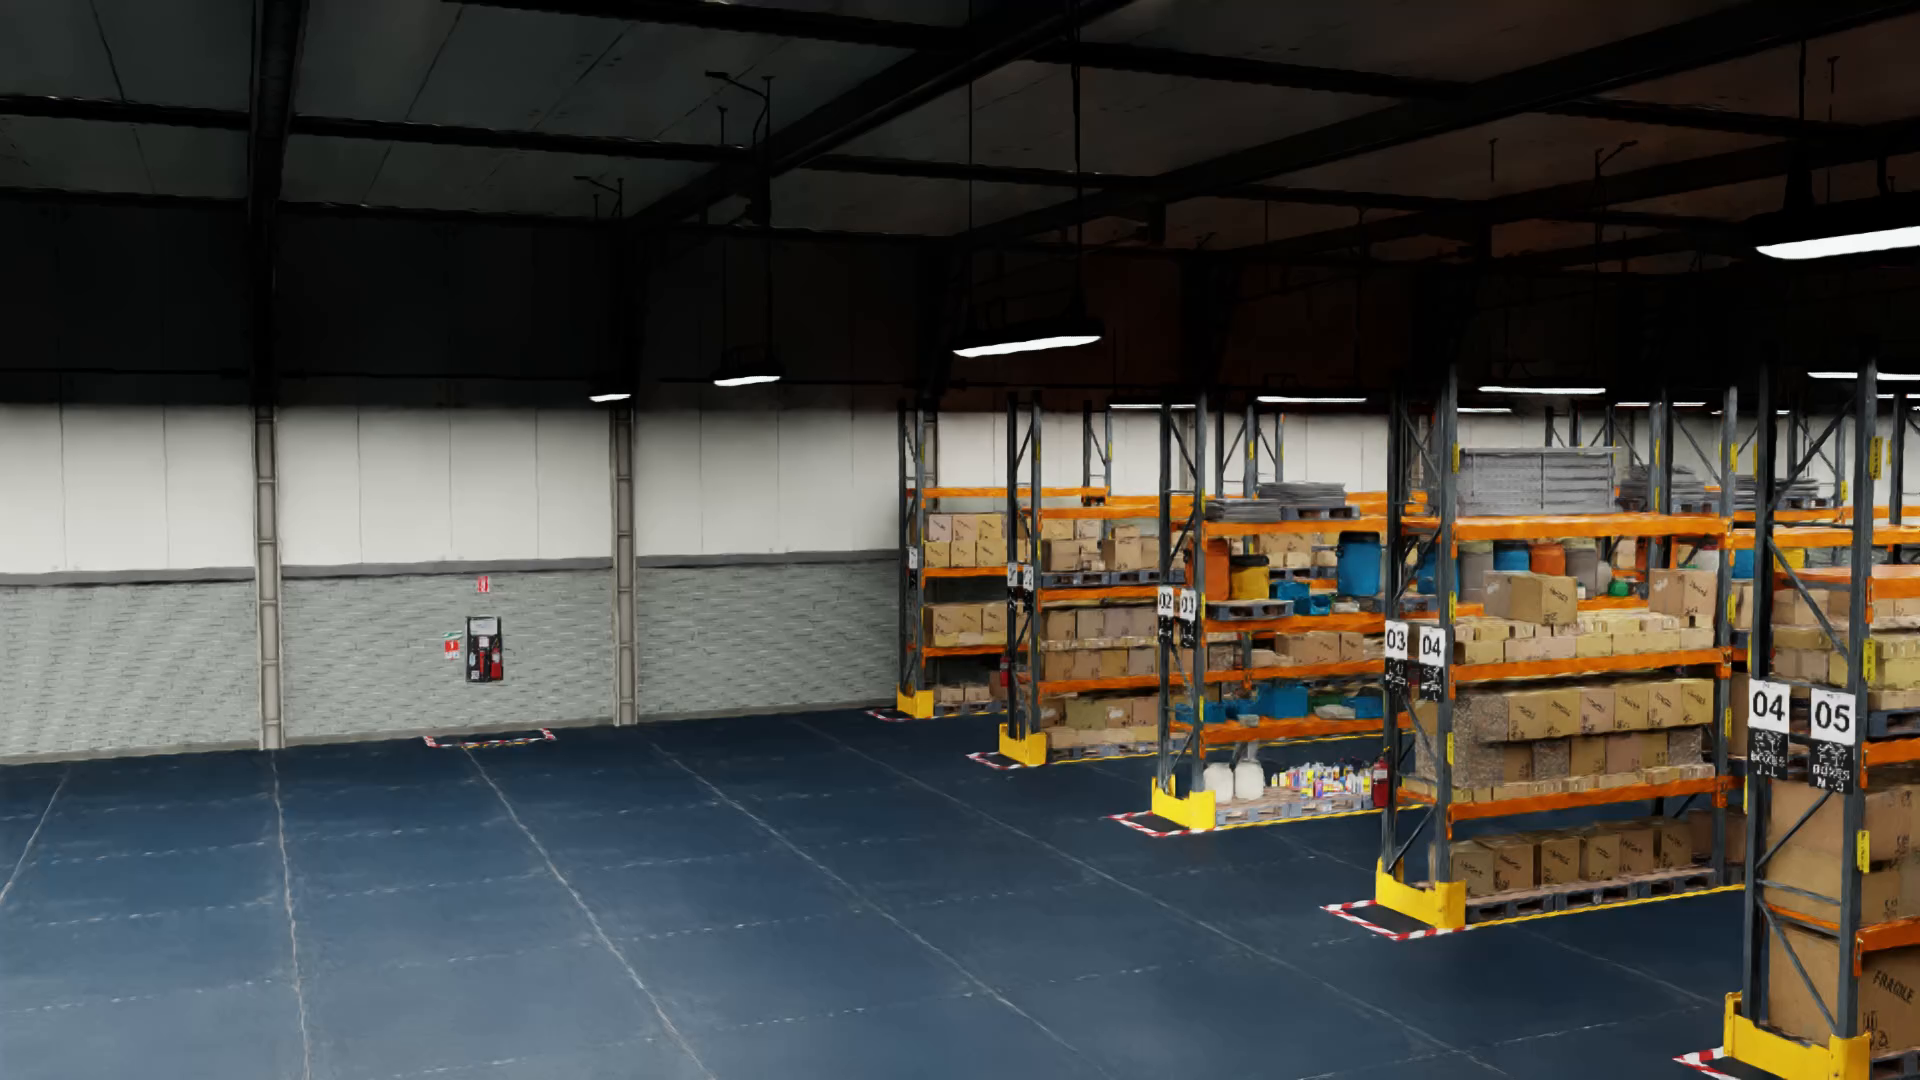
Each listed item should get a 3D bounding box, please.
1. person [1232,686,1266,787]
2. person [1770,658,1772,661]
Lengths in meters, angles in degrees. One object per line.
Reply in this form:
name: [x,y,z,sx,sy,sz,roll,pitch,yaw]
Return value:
person: [4.319,2.995,24.901,0.519,1.434,0.566,-2,4,-26]
person: [16.883,2.354,34.789,0.883,1.534,0.453,0,3,0]
